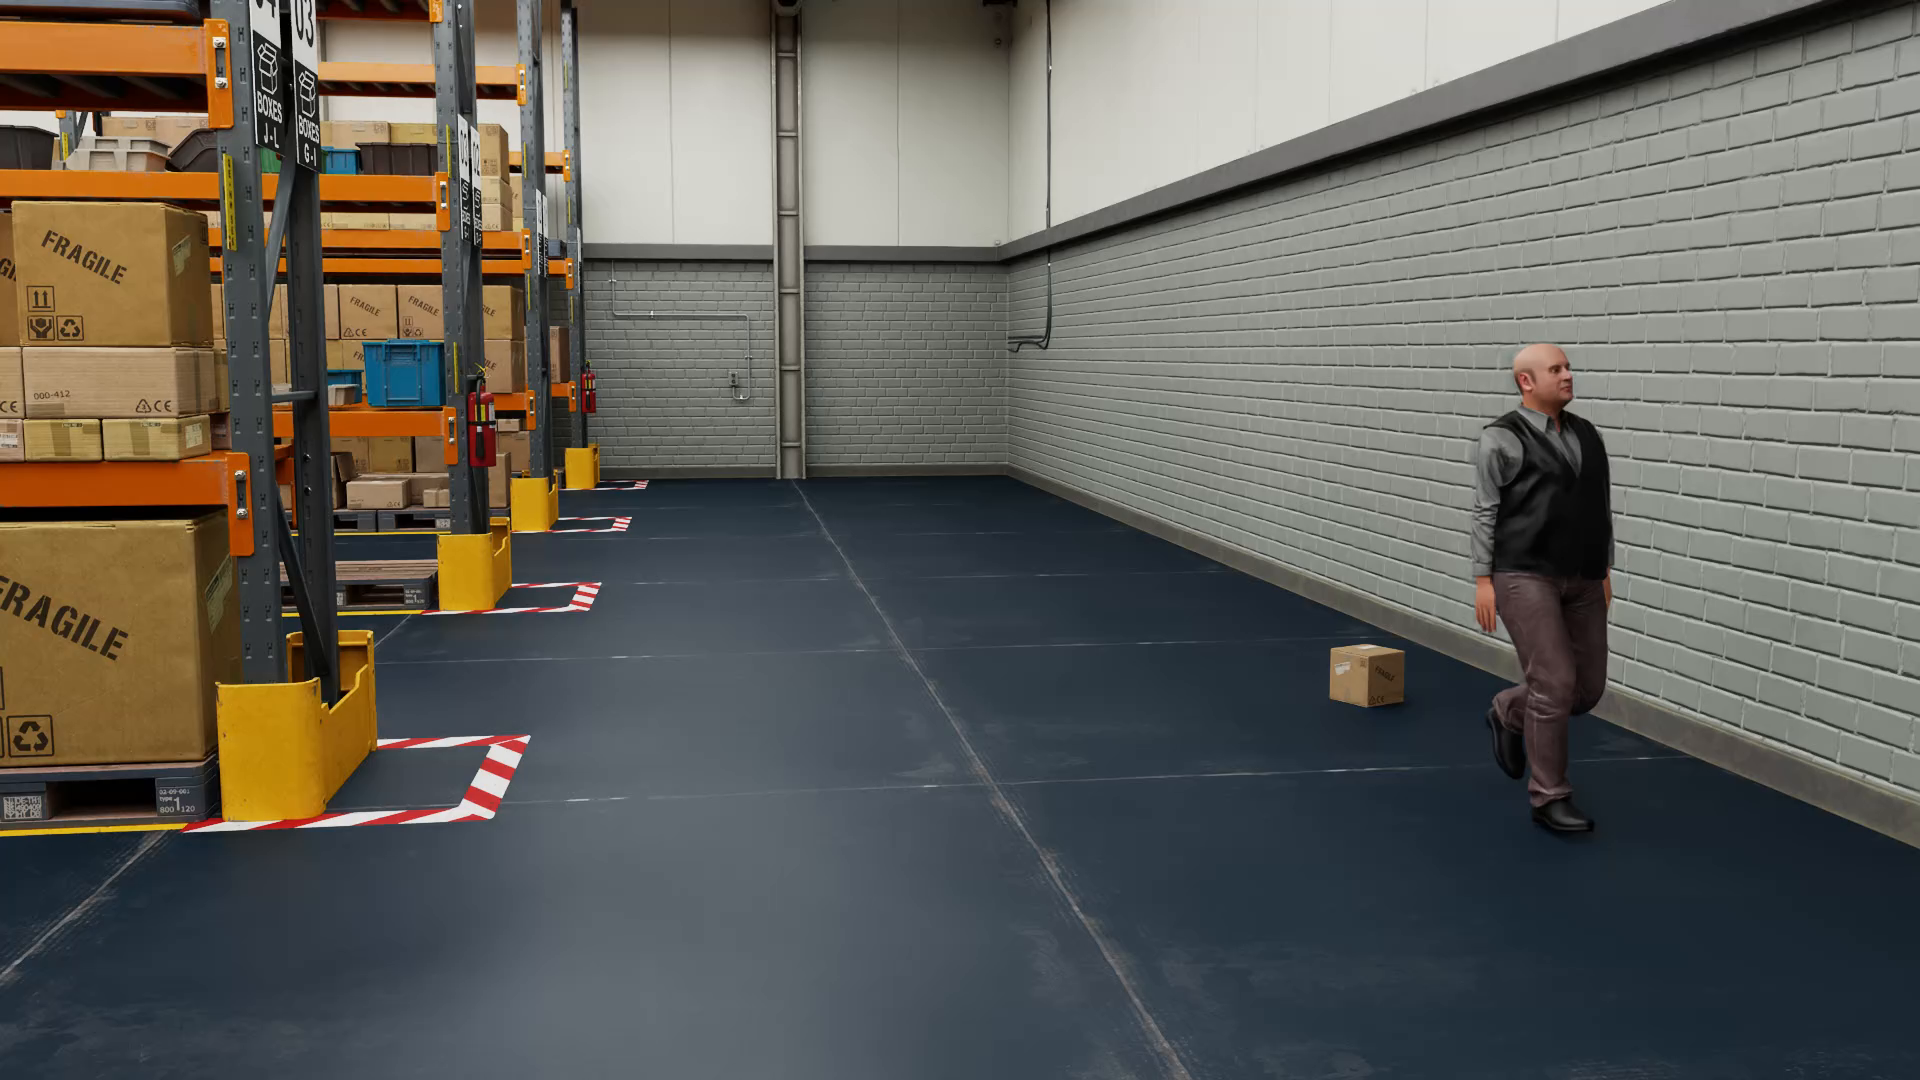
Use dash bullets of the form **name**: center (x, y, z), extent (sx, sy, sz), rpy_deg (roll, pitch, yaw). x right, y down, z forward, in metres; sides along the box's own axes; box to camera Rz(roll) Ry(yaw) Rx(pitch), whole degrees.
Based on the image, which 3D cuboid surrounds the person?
- **person**: center (2.100, 0.144, 5.995), extent (0.543, 1.697, 0.784), rpy_deg (-2, 7, -21)
